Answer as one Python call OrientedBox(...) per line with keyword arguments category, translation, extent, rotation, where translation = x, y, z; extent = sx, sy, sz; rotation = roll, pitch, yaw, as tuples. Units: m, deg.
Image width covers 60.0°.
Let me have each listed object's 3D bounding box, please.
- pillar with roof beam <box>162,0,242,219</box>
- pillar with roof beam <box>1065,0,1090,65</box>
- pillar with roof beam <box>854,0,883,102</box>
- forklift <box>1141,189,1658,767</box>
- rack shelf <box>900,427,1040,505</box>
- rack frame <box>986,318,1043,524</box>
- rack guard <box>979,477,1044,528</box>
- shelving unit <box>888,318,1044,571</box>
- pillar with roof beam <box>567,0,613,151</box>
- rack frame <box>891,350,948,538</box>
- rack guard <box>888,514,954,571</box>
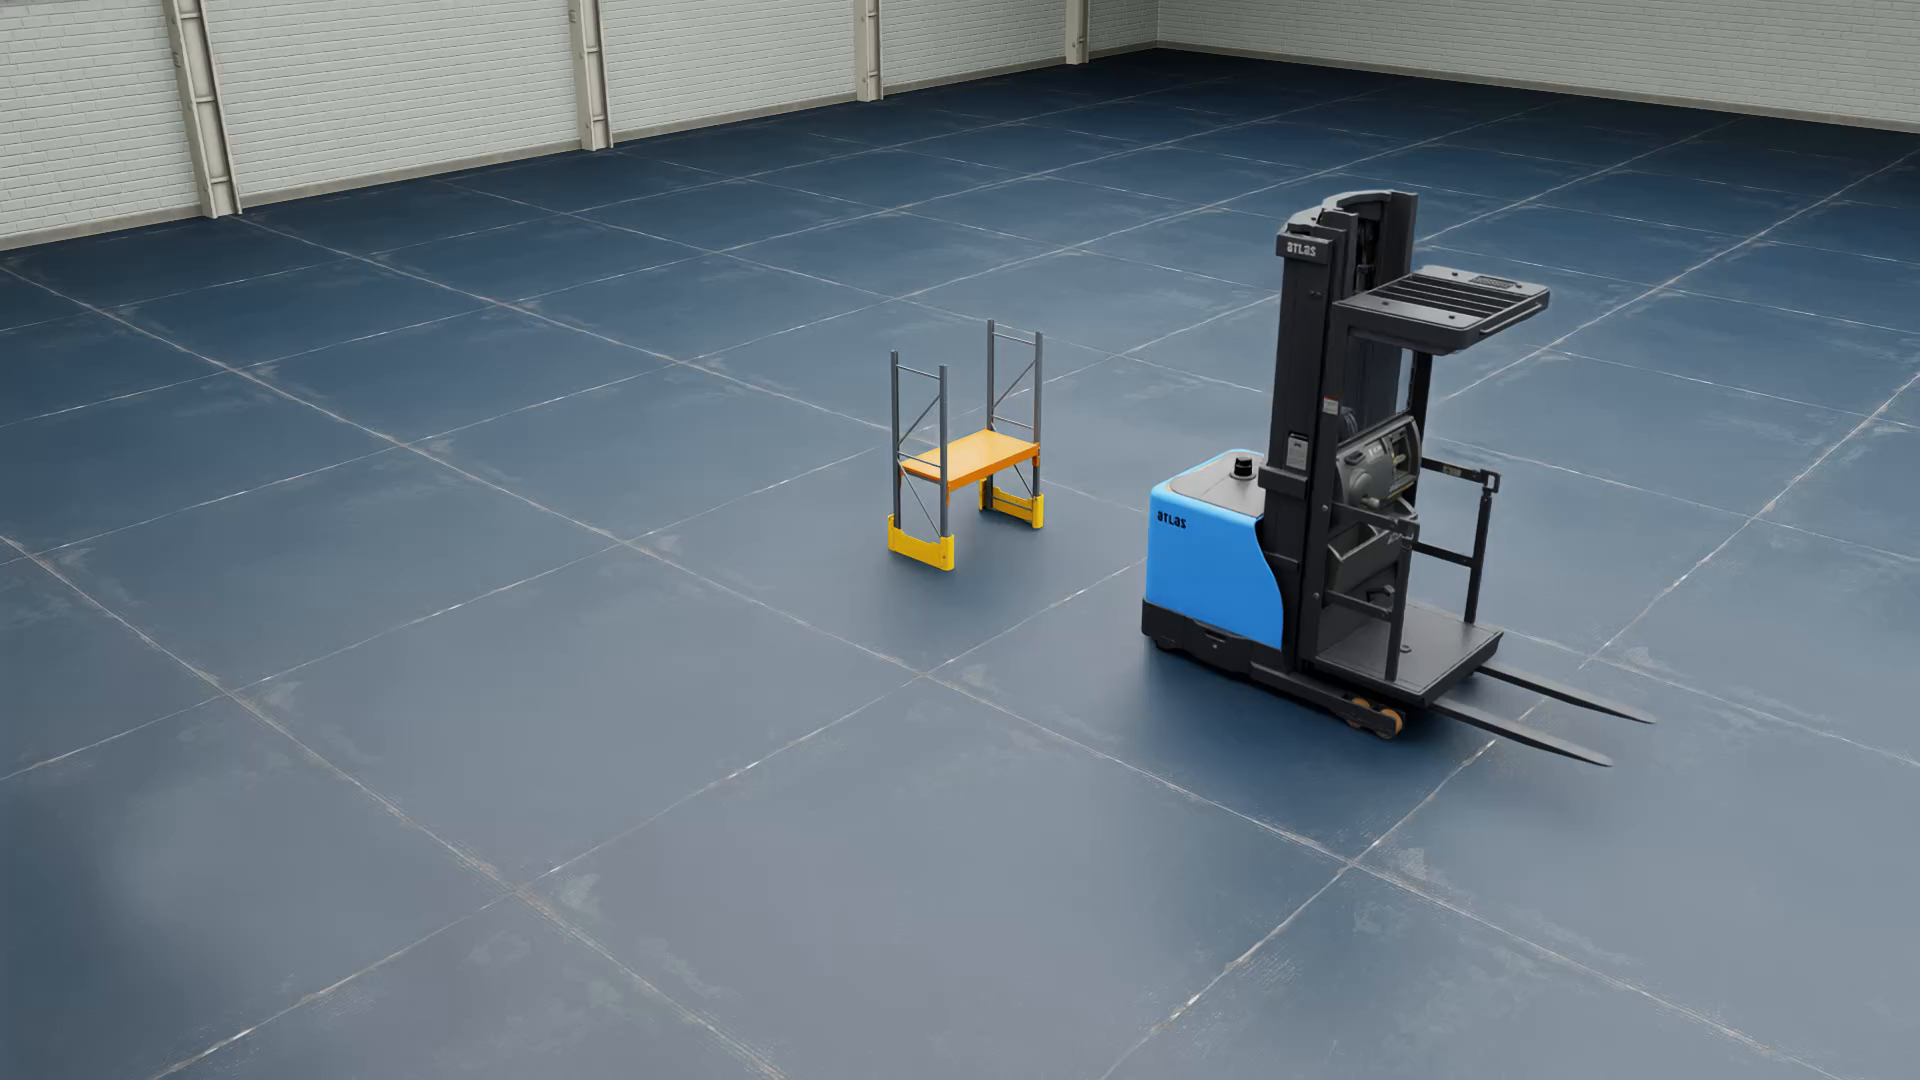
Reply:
OrientedBox(category="pillar with roof beam", translation=(-6.425, -7.185, 17.248), extent=(9.100, 9.000, 0.400), rotation=(20, 31, 38))
OrientedBox(category="pillar with roof beam", translation=(5.589, -12.669, 29.479), extent=(9.100, 9.000, 0.400), rotation=(20, 31, 38))
OrientedBox(category="pillar with roof beam", translation=(1.584, -10.841, 25.402), extent=(9.100, 9.000, 0.400), rotation=(20, 31, 38))
OrientedBox(category="forklift", translation=(2.603, -0.428, 9.594), extent=(3.031, 2.935, 1.130), rotation=(20, 31, 38))
OrientedBox(category="rack shelf", translation=(0.057, -0.546, 12.046), extent=(0.538, 0.185, 1.000), rotation=(20, 31, 38))
OrientedBox(category="rack frame", translation=(0.396, -0.865, 12.318), extent=(0.500, 1.500, 0.032), rotation=(20, 31, 38))
OrientedBox(category="rack guard", translation=(0.383, -0.289, 12.560), extent=(0.587, 0.250, 0.087), rotation=(20, 31, 38))
OrientedBox(category="shelving unit", translation=(0.051, -0.708, 11.966), extent=(0.587, 1.500, 1.083), rotation=(20, 31, 38))
OrientedBox(category="pillar with roof beam", translation=(-2.420, -9.013, 21.325), extent=(9.100, 9.000, 0.400), rotation=(20, 31, 38))
OrientedBox(category="rack frame", translation=(-0.282, -0.555, 11.627), extent=(0.500, 1.500, 0.032), rotation=(20, 31, 38))
OrientedBox(category="rack guard", translation=(-0.281, 0.014, 11.883), extent=(0.587, 0.250, 0.087), rotation=(20, 31, 38))
